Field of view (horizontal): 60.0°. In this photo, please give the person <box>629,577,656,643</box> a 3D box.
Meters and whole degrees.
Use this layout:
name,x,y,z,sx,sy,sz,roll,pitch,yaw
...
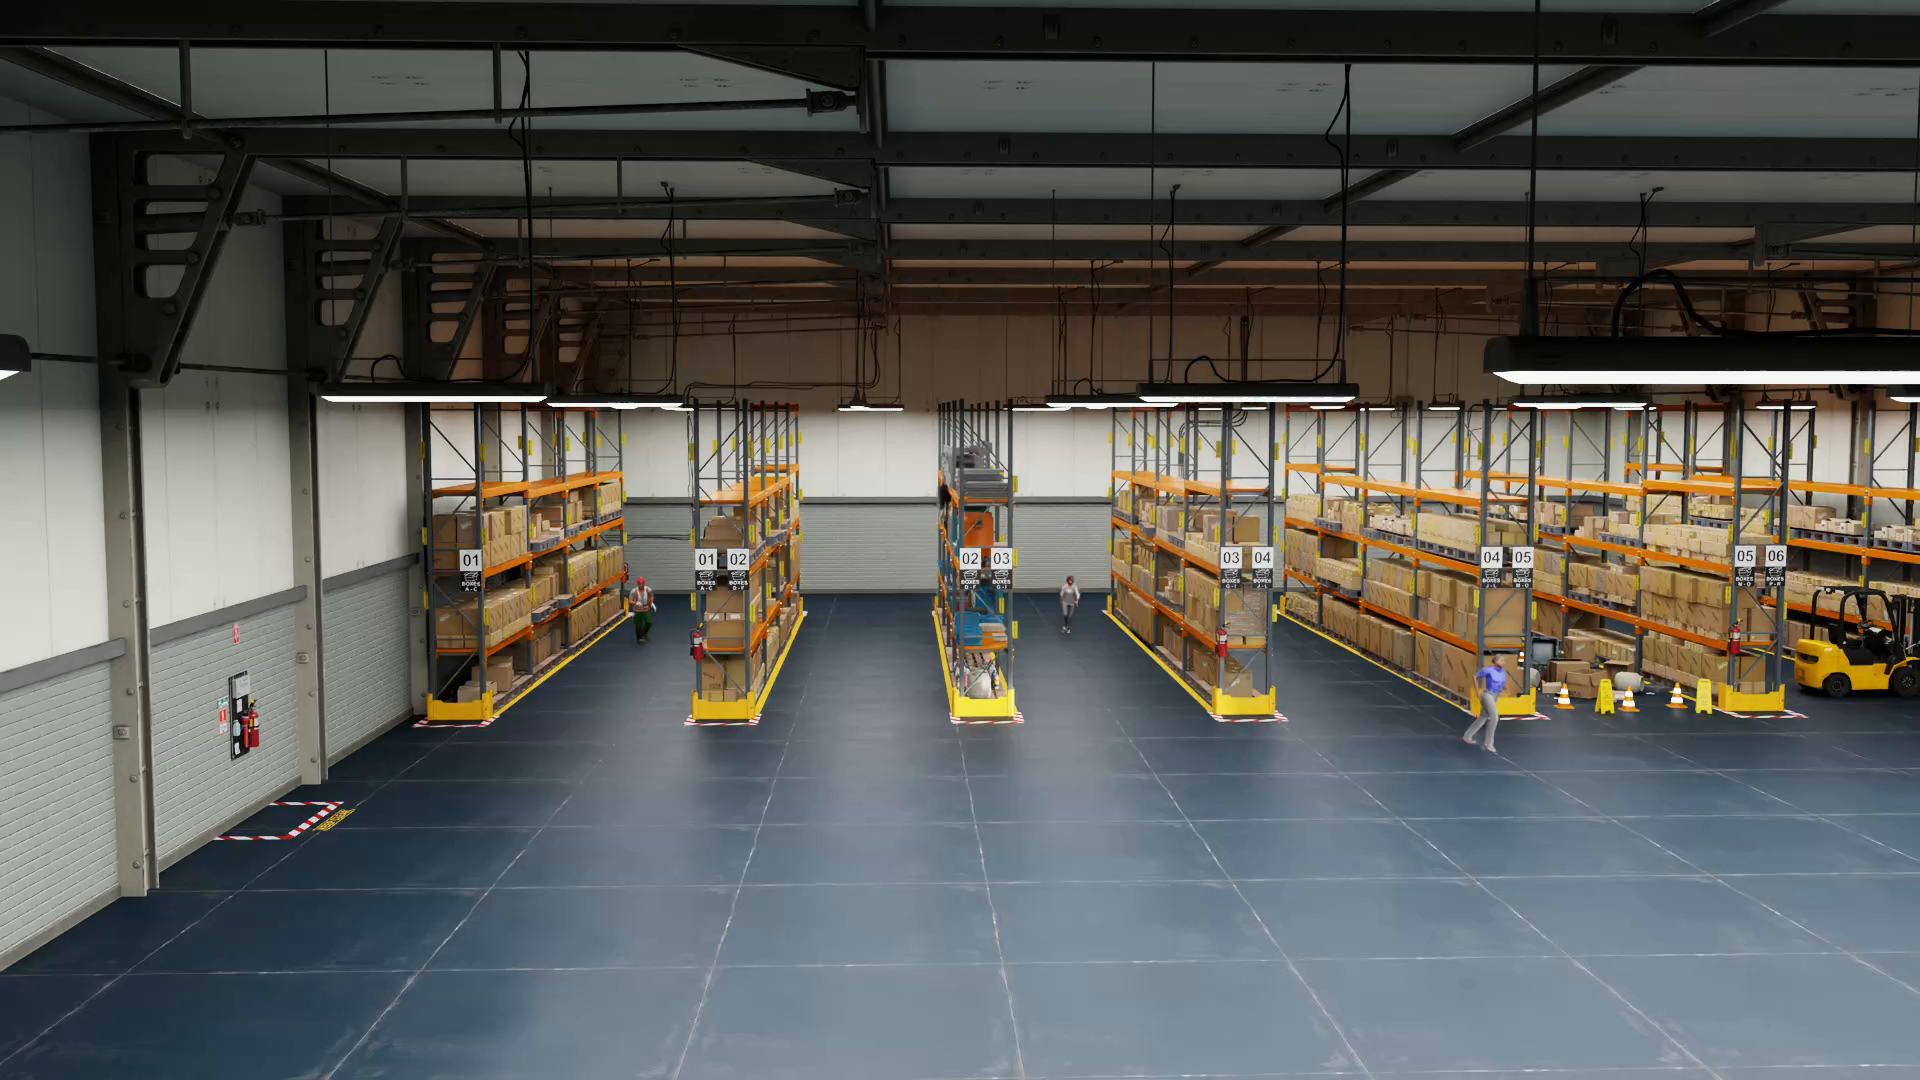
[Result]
name,x,y,z,sx,sy,sz,roll,pitch,yaw
person,-7.865,1.749,41.238,0.703,1.679,0.867,-2,5,-21

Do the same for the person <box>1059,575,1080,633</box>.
name,x,y,z,sx,sy,sz,roll,pitch,yaw
person,2.842,1.674,43.052,0.519,1.543,0.763,0,4,0

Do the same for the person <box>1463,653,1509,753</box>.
name,x,y,z,sx,sy,sz,roll,pitch,yaw
person,8.998,2.746,28.395,0.703,1.603,0.773,-4,6,-39
